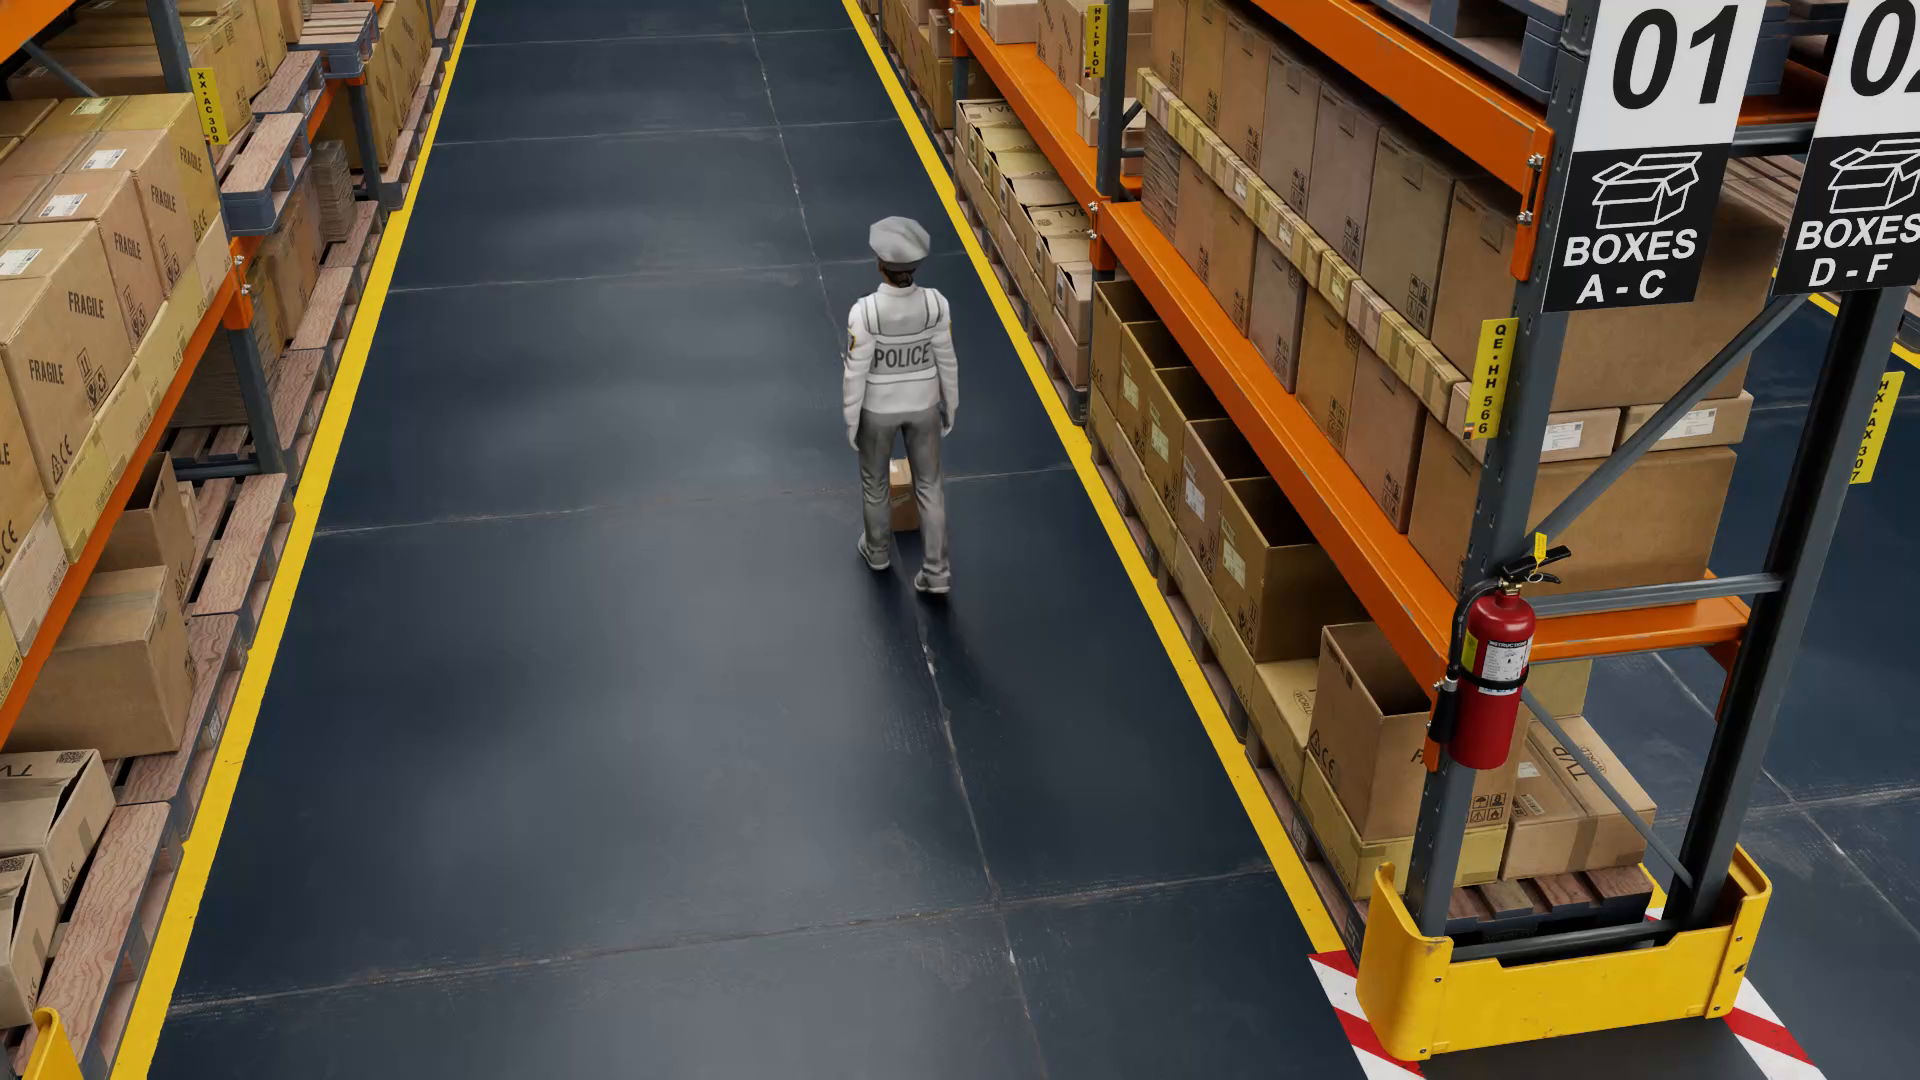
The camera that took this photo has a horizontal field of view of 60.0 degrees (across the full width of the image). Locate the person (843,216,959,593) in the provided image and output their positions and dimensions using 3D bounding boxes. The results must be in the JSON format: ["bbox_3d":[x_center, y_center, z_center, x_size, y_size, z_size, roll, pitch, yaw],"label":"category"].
[{"bbox_3d":[-0.257,-0.568,7.040,0.503,1.679,0.672,-7,32,-12],"label":"person"}]
